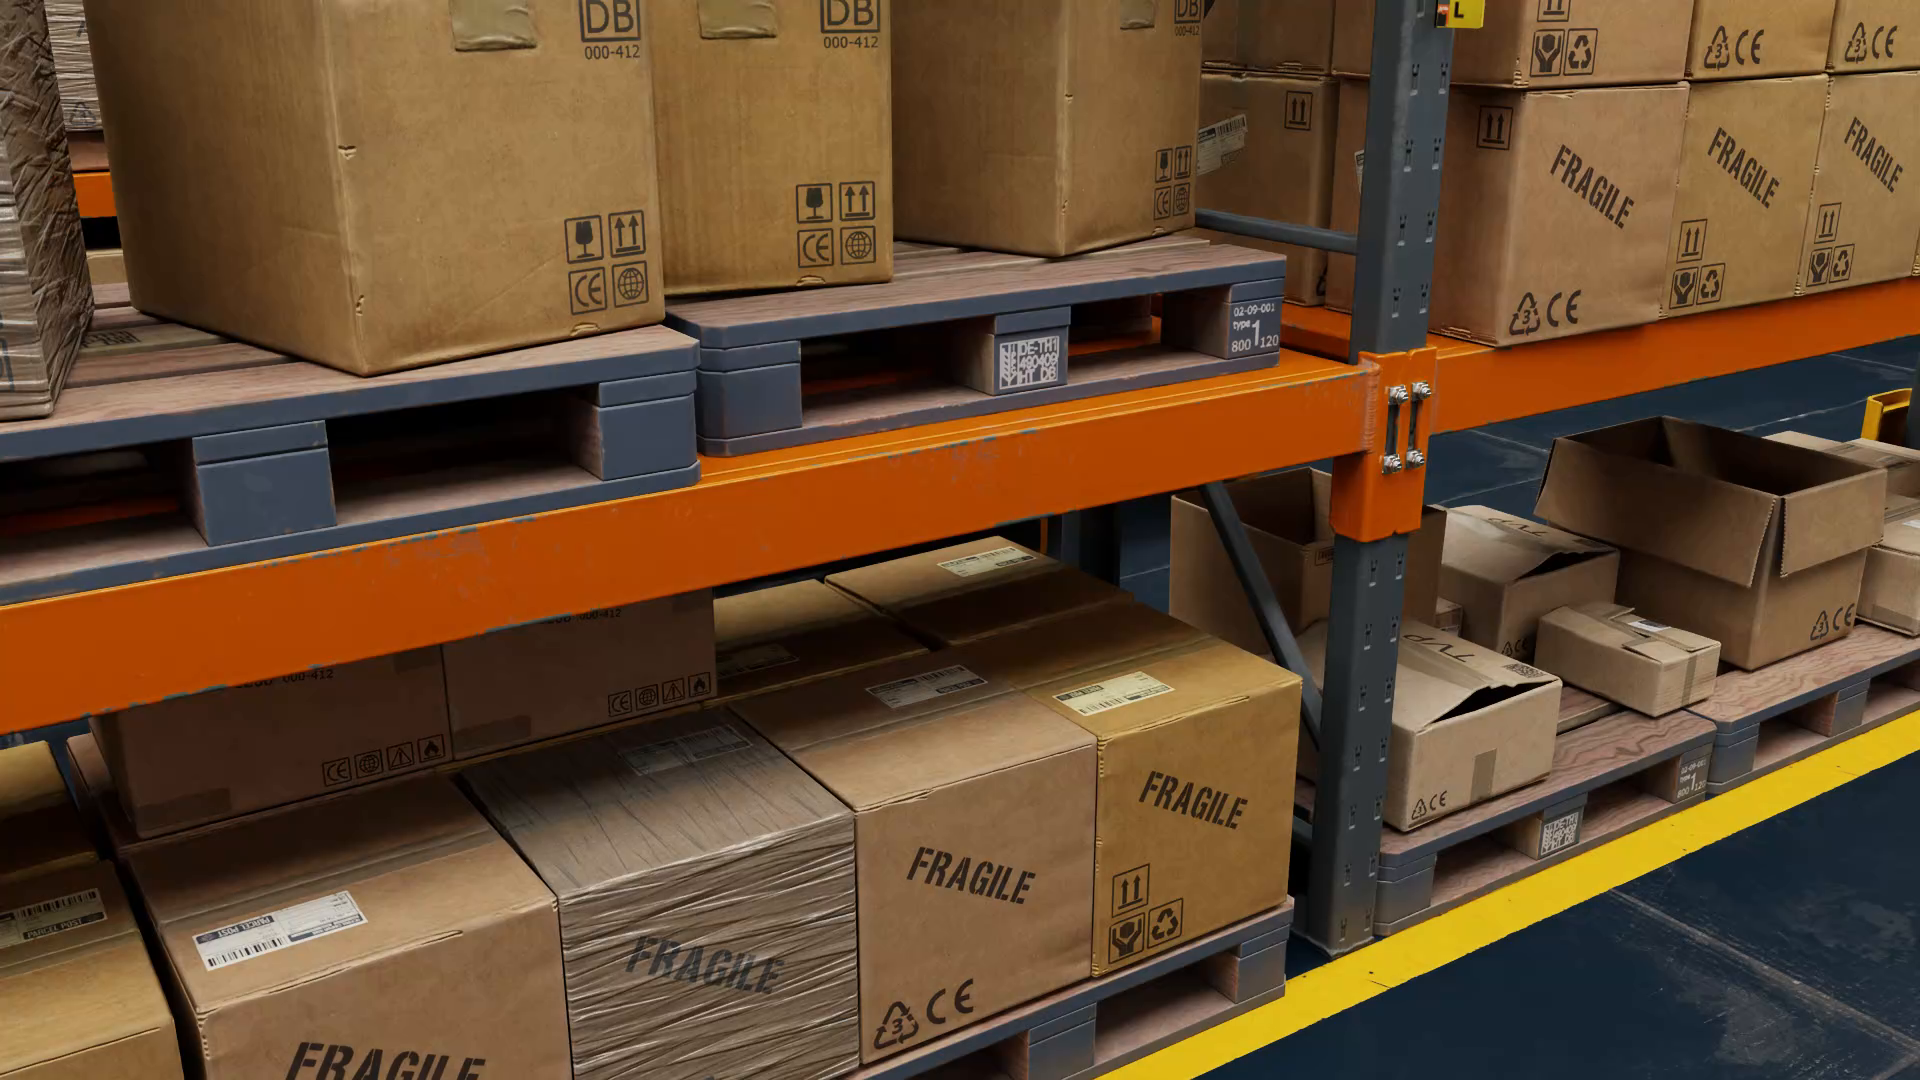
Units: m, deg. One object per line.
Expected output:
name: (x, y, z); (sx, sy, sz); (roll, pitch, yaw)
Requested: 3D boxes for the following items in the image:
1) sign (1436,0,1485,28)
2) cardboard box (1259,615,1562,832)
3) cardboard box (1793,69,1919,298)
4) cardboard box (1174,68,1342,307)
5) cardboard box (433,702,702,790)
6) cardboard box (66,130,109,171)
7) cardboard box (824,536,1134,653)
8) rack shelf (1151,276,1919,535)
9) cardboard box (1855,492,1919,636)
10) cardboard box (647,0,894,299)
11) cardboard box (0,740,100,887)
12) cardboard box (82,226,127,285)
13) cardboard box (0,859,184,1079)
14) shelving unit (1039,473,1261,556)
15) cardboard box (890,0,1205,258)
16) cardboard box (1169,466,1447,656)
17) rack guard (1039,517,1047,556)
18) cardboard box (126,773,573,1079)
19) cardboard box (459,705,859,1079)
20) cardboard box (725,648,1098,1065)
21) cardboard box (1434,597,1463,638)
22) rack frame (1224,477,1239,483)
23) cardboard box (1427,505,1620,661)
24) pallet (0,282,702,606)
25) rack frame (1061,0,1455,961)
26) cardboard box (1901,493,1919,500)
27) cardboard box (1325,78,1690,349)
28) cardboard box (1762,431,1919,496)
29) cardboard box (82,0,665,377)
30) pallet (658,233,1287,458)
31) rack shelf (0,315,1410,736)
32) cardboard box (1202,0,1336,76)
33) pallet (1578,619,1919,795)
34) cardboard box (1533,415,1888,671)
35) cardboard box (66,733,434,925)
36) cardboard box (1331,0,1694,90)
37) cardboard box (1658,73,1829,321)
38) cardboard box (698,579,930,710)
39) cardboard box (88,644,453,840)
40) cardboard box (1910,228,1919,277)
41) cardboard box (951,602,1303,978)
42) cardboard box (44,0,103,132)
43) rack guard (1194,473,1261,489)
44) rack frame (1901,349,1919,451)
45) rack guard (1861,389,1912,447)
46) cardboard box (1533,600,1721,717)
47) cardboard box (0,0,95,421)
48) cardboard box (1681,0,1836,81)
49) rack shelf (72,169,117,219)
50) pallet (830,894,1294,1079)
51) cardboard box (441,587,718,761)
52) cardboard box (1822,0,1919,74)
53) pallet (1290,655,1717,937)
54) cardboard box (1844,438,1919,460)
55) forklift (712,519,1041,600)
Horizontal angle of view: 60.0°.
sign: (0.884, -1.062, 2.895); (0.005, 0.325, 0.100); (-12, 22, -31)
cardboard box: (1.046, 0.388, 3.925); (0.500, 0.311, 0.500); (-12, 22, -31)
cardboard box: (1.997, -0.904, 4.079); (0.500, 0.500, 0.500); (-12, 22, -32)
cardboard box: (0.853, -0.865, 3.965); (0.500, 0.500, 0.500); (-11, 22, -31)
cardboard box: (-0.823, 0.517, 3.247); (0.500, 0.500, 0.500); (-12, 22, -31)
cardboard box: (-3.363, -1.529, 6.444); (0.250, 0.149, 0.380); (-13, 22, -33)
cardboard box: (0.038, 0.334, 3.788); (0.500, 0.500, 0.500); (-13, 23, -34)
rack shelf: (2.247, -0.673, 4.675); (4.000, 0.370, 1.077); (-12, 22, -31)
cardboard box: (2.788, 0.049, 5.022); (0.500, 0.250, 0.500); (-12, 22, -31)
cardboard box: (-0.482, -0.746, 2.956); (0.500, 0.500, 0.700); (-8, 20, -23)
cardboard box: (-1.680, 0.700, 2.706); (0.500, 0.500, 0.500); (-13, 23, -33)
cardboard box: (-3.363, -0.860, 6.805); (0.750, 0.750, 0.750); (-11, 22, -30)
cardboard box: (-1.371, 0.835, 2.309); (0.500, 0.500, 0.500); (-12, 22, -32)
shelving unit: (0.571, -0.809, 6.296); (1.083, 1.500, 0.587); (-11, 21, -29)
cardboard box: (0.058, -0.884, 3.364); (0.700, 0.500, 0.500); (14, 23, 35)
cardboard box: (0.896, 0.138, 4.369); (0.500, 0.500, 0.500); (-12, 22, -31)
rack guard: (0.141, -0.136, 6.258); (0.087, 0.250, 0.587); (-11, 21, -29)
cardboard box: (-0.938, 0.741, 2.585); (0.500, 0.500, 0.500); (-13, 23, -33)
cardboard box: (-0.515, 0.651, 2.852); (0.500, 0.500, 0.500); (-12, 22, -31)
cardboard box: (-0.096, 0.563, 3.112); (0.500, 0.500, 0.500); (-12, 22, -31)
cardboard box: (1.176, 0.222, 4.668); (0.250, 0.149, 0.380); (-12, 22, -31)
rack frame: (1.002, -0.890, 6.535); (0.032, 1.500, 0.500); (-11, 21, -29)
cardboard box: (1.522, 0.096, 4.790); (0.500, 0.311, 0.500); (-12, 22, -31)
pallet: (-1.143, -0.210, 2.481); (1.213, 0.211, 1.003); (-12, 22, -31)
rack frame: (0.576, -0.661, 3.517); (0.127, 3.000, 1.000); (-12, 22, -31)
cardboard box: (3.211, -0.023, 5.367); (0.250, 0.166, 0.380); (-12, 22, -31)
cardboard box: (1.152, -0.726, 3.551); (0.500, 0.500, 0.500); (-11, 22, -30)
cardboard box: (2.889, -0.164, 5.652); (0.500, 0.250, 0.500); (-12, 22, -31)
cardboard box: (-0.865, -0.580, 2.465); (0.700, 0.500, 0.500); (16, 24, 39)
pallet: (-0.151, -0.459, 3.218); (1.213, 0.211, 1.003); (-12, 22, -31)
rack shelf: (-1.094, 0.032, 2.591); (4.000, 0.370, 1.077); (-12, 22, -31)
cardboard box: (0.856, -1.341, 3.810); (0.500, 0.500, 0.500); (-12, 22, -31)
pallet: (2.170, 0.323, 4.961); (1.213, 0.211, 1.003); (-12, 22, -31)
cardboard box: (2.142, -0.019, 4.830); (0.637, 0.503, 0.797); (-12, 22, -31)
cardboard box: (-1.245, 0.606, 2.984); (0.500, 0.500, 0.500); (-13, 23, -33)
cardboard box: (1.124, -1.190, 3.364); (0.500, 0.500, 0.500); (-11, 22, -30)
cardboard box: (1.578, -0.817, 3.821); (0.500, 0.500, 0.500); (-11, 22, -30)
cardboard box: (-0.401, 0.431, 3.501); (0.500, 0.500, 0.500); (-12, 22, -31)
cardboard box: (-1.216, 0.244, 2.885); (0.500, 0.250, 0.500); (-12, 22, -32)
cardboard box: (2.421, -0.994, 4.346); (0.500, 0.500, 0.500); (-12, 22, -32)
cardboard box: (0.322, 0.478, 3.363); (0.500, 0.500, 0.500); (-12, 22, -32)
cardboard box: (-3.243, -1.856, 6.399); (0.500, 0.500, 0.500); (-12, 22, -31)
rack guard: (1.001, -0.298, 6.735); (0.087, 0.250, 0.587); (-11, 21, -29)
rack frame: (3.917, -1.366, 5.601); (0.127, 3.000, 1.000); (-12, 22, -31)
rack guard: (3.853, -0.168, 5.962); (0.348, 0.500, 1.175); (-12, 22, -31)
cardboard box: (1.763, 0.301, 4.407); (0.250, 0.166, 0.380); (-12, 22, -31)
cardboard box: (-1.432, -0.454, 2.093); (0.500, 0.500, 0.700); (-8, 20, -21)
cardboard box: (1.555, -1.281, 3.633); (0.500, 0.500, 0.500); (-13, 22, -33)
rack shelf: (-3.822, -1.293, 6.508); (4.000, 0.370, 1.077); (-12, 22, -31)
pallet: (-0.082, 0.813, 3.510); (1.213, 0.211, 1.003); (-12, 22, -31)
cardboard box: (-0.797, 0.155, 3.147); (0.500, 0.250, 0.500); (-12, 22, -31)
cardboard box: (1.985, -1.372, 3.901); (0.500, 0.500, 0.500); (-13, 22, -33)
pallet: (1.150, 0.539, 4.321); (1.213, 0.211, 1.003); (-12, 22, -31)
cardboard box: (3.378, -0.242, 6.041); (0.250, 0.149, 0.380); (-12, 22, -31)
forklift: (-1.246, -1.174, 5.140); (3.031, 2.935, 1.130); (-11, 21, -29)
